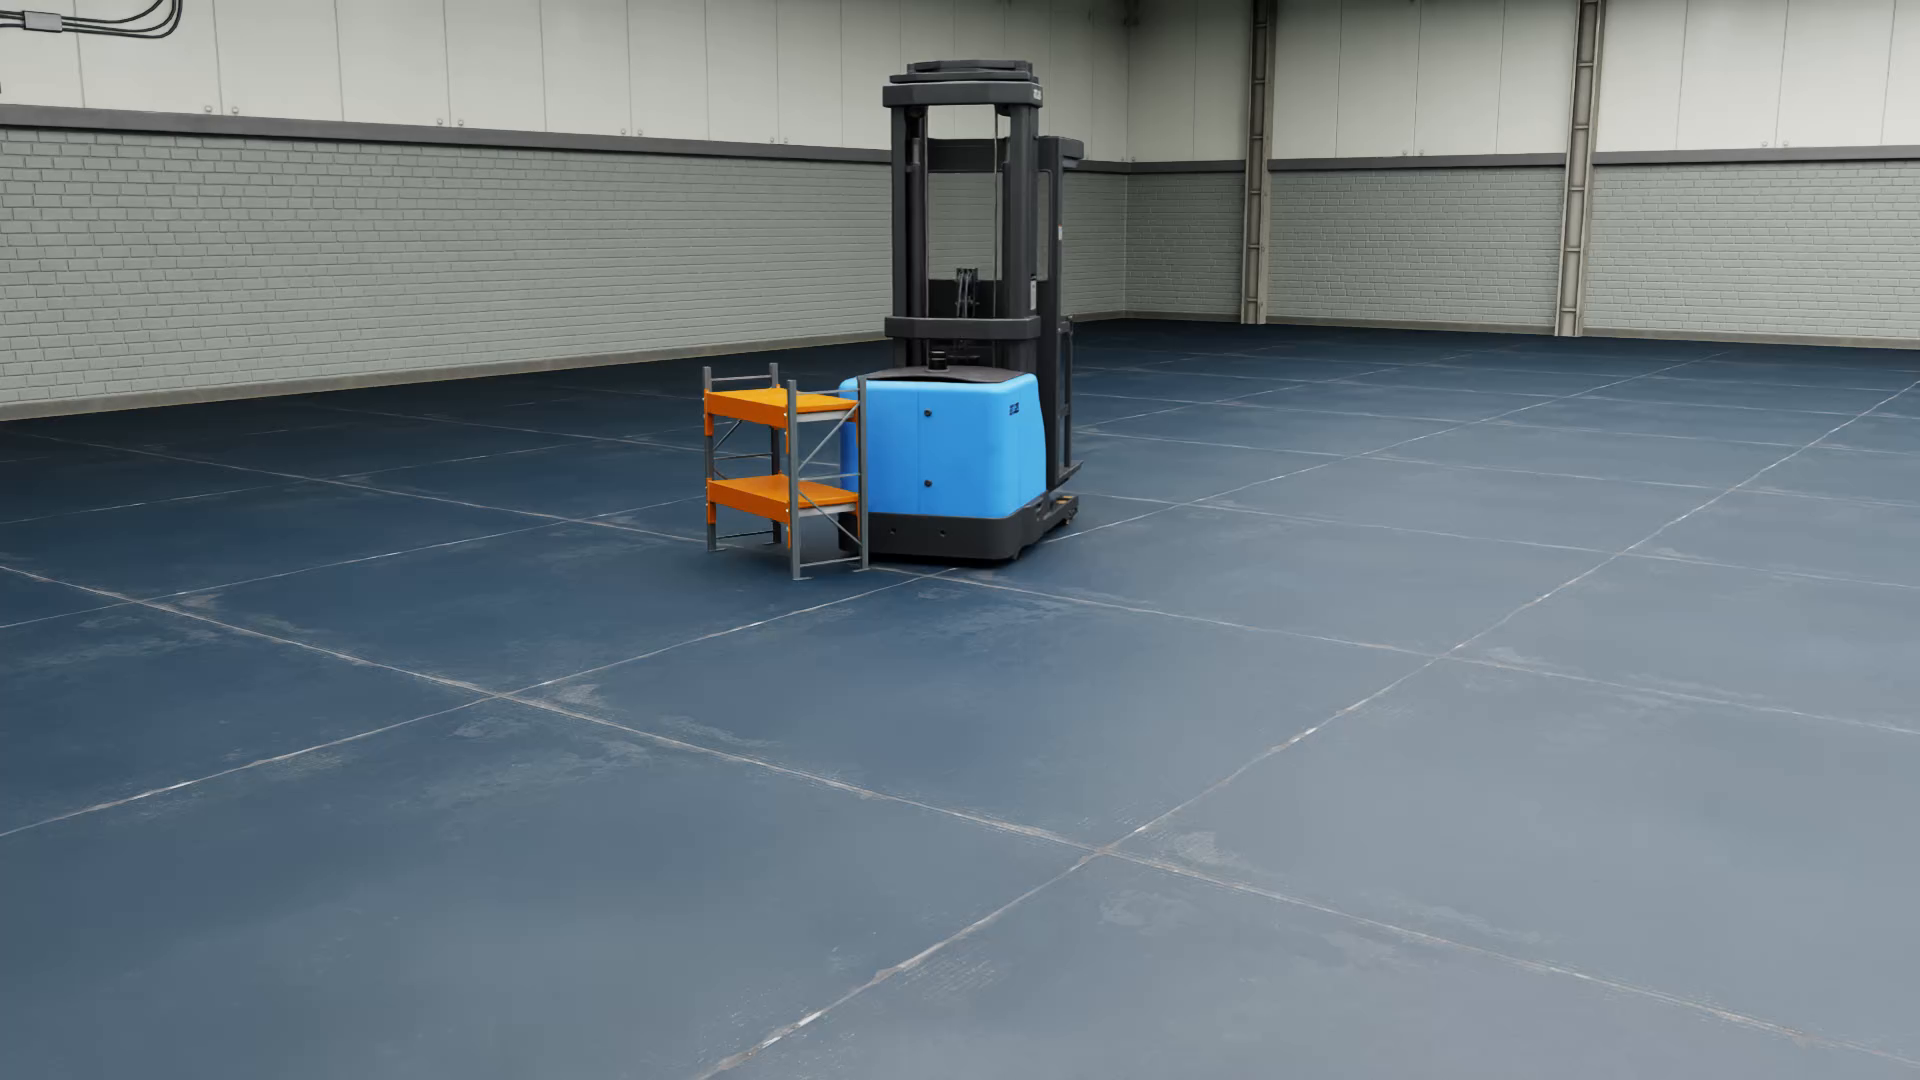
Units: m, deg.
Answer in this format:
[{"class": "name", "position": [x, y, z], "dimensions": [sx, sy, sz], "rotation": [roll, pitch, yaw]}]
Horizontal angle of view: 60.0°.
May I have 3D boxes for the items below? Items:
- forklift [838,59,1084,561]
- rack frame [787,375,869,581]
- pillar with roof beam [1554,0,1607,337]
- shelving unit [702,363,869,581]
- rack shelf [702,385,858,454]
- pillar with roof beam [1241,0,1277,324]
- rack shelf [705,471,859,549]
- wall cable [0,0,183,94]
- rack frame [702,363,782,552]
[{"class": "forklift", "position": [0.175, -1.555, 10.850], "dimensions": [1.130, 2.935, 3.031], "rotation": [3, 11, 16]}, {"class": "rack frame", "position": [-0.741, -0.351, 9.383], "dimensions": [0.500, 1.125, 0.032], "rotation": [-8, 13, -35]}, {"class": "pillar with roof beam", "position": [7.978, -7.287, 24.503], "dimensions": [0.400, 9.000, 9.100], "rotation": [8, 13, 36]}, {"class": "shelving unit", "position": [-1.036, -0.430, 9.789], "dimensions": [0.538, 1.125, 1.048], "rotation": [-8, 13, -35]}, {"class": "rack shelf", "position": [-1.036, -0.717, 9.734], "dimensions": [0.538, 0.278, 1.000], "rotation": [-8, 13, -35]}, {"class": "pillar with roof beam", "position": [3.142, -7.961, 27.990], "dimensions": [0.548, 9.000, 9.100], "rotation": [8, 13, 36]}, {"class": "rack shelf", "position": [-1.036, -0.190, 9.836], "dimensions": [0.538, 0.278, 1.000], "rotation": [-8, 13, -35]}, {"class": "wall cable", "position": [-8.915, -7.453, 16.408], "dimensions": [0.169, 6.003, 2.305], "rotation": [8, 13, 36]}, {"class": "rack frame", "position": [-1.332, -0.508, 10.196], "dimensions": [0.500, 1.125, 0.032], "rotation": [-8, 13, -35]}]
